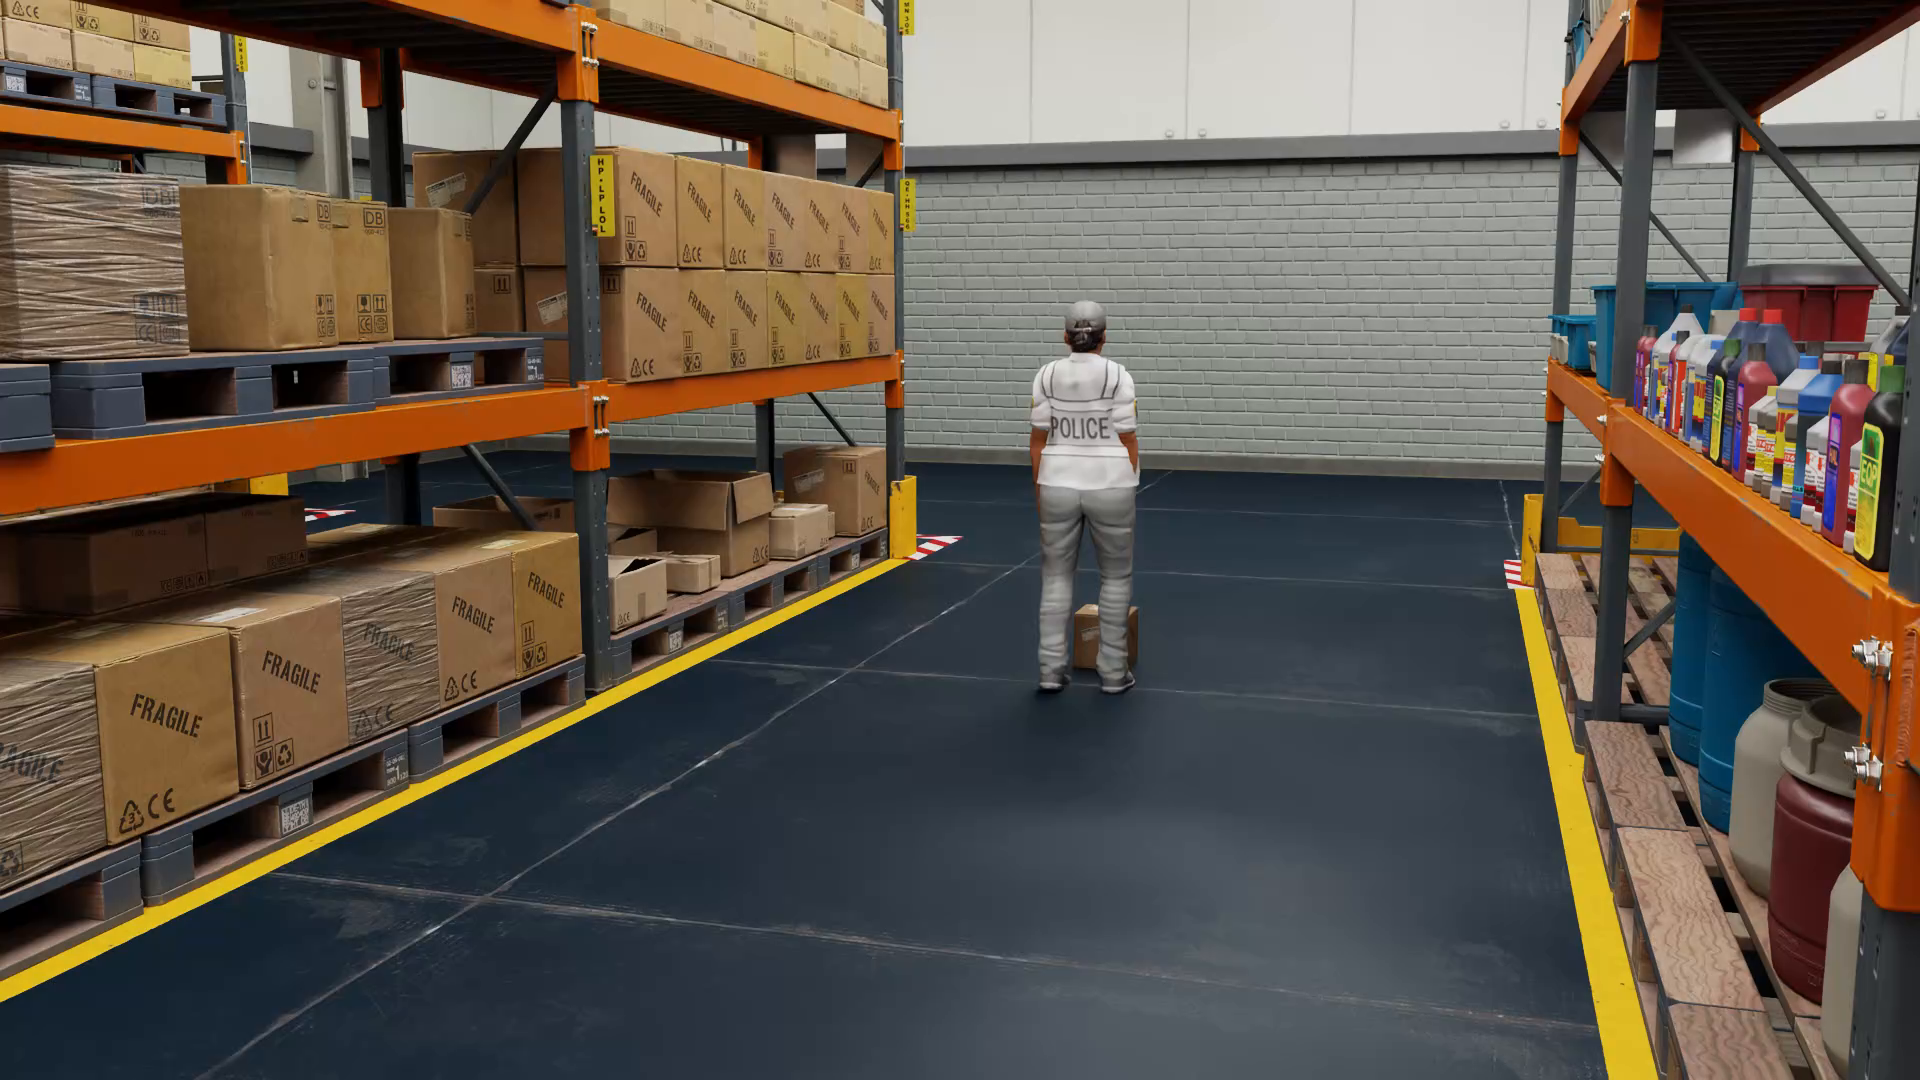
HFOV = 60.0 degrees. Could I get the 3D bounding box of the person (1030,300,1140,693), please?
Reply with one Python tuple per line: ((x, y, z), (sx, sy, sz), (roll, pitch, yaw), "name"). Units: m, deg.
((0.532, -0.176, 7.093), (0.466, 1.675, 0.390), (3, 9, 17), "person")
